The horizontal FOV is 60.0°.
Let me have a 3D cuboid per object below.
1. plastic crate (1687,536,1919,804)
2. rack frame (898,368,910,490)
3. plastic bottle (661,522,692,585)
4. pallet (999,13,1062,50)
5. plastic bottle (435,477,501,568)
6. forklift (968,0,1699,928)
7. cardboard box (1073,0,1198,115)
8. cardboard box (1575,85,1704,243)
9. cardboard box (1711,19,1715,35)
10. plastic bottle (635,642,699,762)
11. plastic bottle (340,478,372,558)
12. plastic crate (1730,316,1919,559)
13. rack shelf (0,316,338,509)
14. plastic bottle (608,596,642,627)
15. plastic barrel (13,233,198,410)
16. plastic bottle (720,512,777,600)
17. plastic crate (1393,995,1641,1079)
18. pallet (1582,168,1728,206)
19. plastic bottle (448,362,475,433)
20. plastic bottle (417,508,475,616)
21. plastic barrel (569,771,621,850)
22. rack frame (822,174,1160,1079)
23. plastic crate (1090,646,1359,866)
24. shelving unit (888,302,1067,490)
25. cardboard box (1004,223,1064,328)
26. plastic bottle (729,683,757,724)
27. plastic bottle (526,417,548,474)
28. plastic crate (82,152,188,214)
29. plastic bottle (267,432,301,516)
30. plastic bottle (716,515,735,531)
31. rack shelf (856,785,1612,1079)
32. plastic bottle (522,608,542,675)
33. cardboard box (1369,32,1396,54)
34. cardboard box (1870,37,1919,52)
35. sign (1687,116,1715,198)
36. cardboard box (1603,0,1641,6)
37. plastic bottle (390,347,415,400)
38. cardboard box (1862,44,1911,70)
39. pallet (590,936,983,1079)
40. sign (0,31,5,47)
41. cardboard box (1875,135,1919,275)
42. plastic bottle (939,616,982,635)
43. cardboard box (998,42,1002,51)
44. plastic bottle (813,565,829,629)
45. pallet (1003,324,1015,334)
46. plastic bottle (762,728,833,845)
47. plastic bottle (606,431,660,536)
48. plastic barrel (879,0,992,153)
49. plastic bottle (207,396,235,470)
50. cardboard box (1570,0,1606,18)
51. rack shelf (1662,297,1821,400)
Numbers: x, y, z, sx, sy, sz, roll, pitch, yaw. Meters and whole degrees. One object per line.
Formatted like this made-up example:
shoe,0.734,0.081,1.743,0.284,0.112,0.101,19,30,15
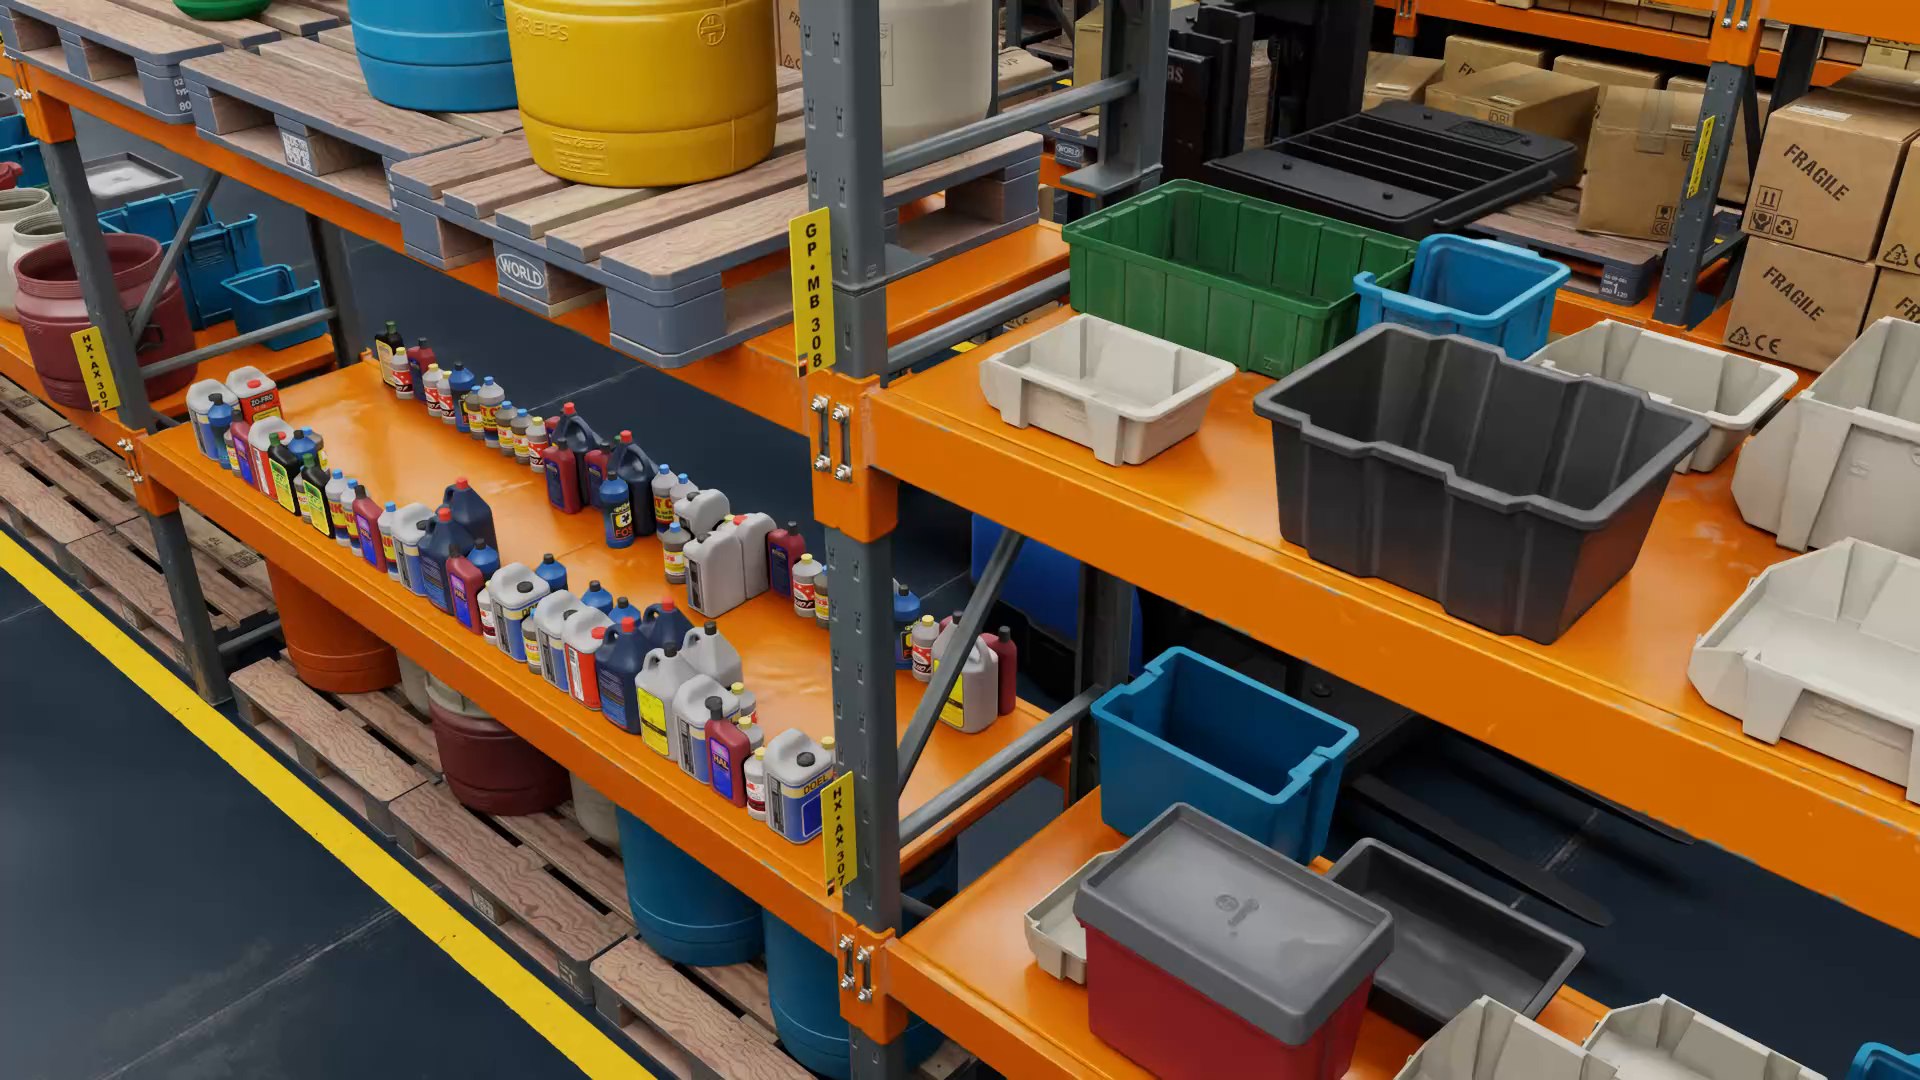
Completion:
plastic crate,1.354,0.196,2.364,0.530,0.136,0.437,25,39,35
rack frame,-0.440,-0.848,8.204,0.032,1.500,0.500,25,39,35
plastic bottle,-0.930,0.036,5.474,0.097,0.201,0.097,0,31,0
pallet,0.281,-4.978,16.314,1.213,0.211,1.003,25,39,35
plastic bottle,-1.629,-0.054,5.479,0.185,0.351,0.144,25,39,35
forklift,1.405,-0.440,6.139,1.130,2.935,3.031,-26,39,-36
cardboard box,0.990,-2.721,9.358,0.500,0.500,0.700,12,33,19
cardboard box,3.212,-1.761,7.763,0.500,0.500,0.700,12,33,19
cardboard box,5.381,-3.551,11.464,0.250,0.149,0.380,24,38,34
plastic bottle,-0.815,0.432,4.672,0.185,0.351,0.144,25,39,35
plastic bottle,-2.023,-0.082,5.602,0.097,0.271,0.097,0,31,0
plastic crate,1.616,-0.131,2.766,0.530,0.282,0.437,25,39,35
rack shelf,-4.362,-1.165,7.974,4.000,0.370,1.077,25,39,35
plastic bottle,-0.998,0.291,4.983,0.097,0.271,0.097,0,31,0
plastic barrel,-3.427,-0.884,6.678,0.708,0.536,0.600,25,39,35
plastic bottle,-0.688,0.031,5.411,0.135,0.276,0.152,25,39,35
plastic crate,1.095,1.228,3.359,0.530,0.282,0.437,25,39,35
pallet,5.203,-2.650,12.448,1.213,0.211,1.003,25,39,35
plastic bottle,-1.904,-0.554,6.387,0.097,0.271,0.097,0,31,0
plastic bottle,-1.631,0.051,5.305,0.185,0.351,0.144,25,39,35
plastic barrel,-1.189,0.820,5.984,0.421,0.512,0.421,0,31,0
rack frame,0.086,0.604,4.339,0.127,3.000,1.000,25,39,35
plastic crate,0.661,0.616,4.276,0.575,0.384,0.392,25,39,35
shelving unit,-0.057,-0.669,7.907,1.083,1.500,0.587,25,39,35
cardboard box,0.593,-1.524,9.871,0.500,0.500,0.500,27,40,37
plastic bottle,-0.624,0.496,4.711,0.097,0.201,0.097,0,31,0
plastic bottle,-1.544,-0.356,6.126,0.097,0.201,0.097,0,31,0
plastic crate,-3.872,-1.484,7.745,0.583,0.464,0.402,25,39,35
plastic bottle,-2.364,-0.233,5.842,0.133,0.283,0.061,25,39,35
plastic bottle,-0.755,0.012,5.514,0.097,0.201,0.097,0,31,0
rack shelf,1.569,1.604,3.374,4.000,0.370,1.077,25,39,35
plastic bottle,-1.272,0.299,5.038,0.097,0.201,0.097,0,31,0
cardboard box,3.200,-3.916,13.843,0.500,0.500,0.700,26,39,36
cardboard box,6.223,-3.427,10.629,0.500,0.500,0.500,24,39,34
sign,3.043,-1.572,6.830,0.005,0.325,0.100,25,39,35
cardboard box,4.706,-4.125,11.789,0.500,0.500,0.500,25,39,35
plastic bottle,-2.220,-0.672,6.650,0.097,0.201,0.097,0,31,0
cardboard box,6.091,-3.173,10.836,0.250,0.149,0.380,26,40,36
pallet,-0.458,1.515,5.528,1.213,0.211,1.003,25,39,35
sign,-3.243,-1.808,5.538,0.005,0.325,0.100,25,39,35
cardboard box,3.956,-1.311,6.453,0.500,0.500,0.500,24,38,34
plastic bottle,0.002,0.318,4.927,0.133,0.283,0.061,25,39,35
cardboard box,-0.086,-3.019,10.443,0.500,0.311,0.500,25,39,35
plastic bottle,-0.412,0.172,5.248,0.097,0.201,0.097,0,31,0
pallet,0.975,-1.206,10.048,1.213,0.211,1.003,25,39,35
plastic bottle,-0.423,0.644,4.392,0.135,0.276,0.152,25,39,35
plastic bottle,-1.120,-0.206,5.731,0.185,0.351,0.144,25,39,35
plastic barrel,-0.136,-1.197,3.884,0.433,0.535,0.433,0,31,0
plastic bottle,-2.708,-0.401,6.133,0.097,0.271,0.097,0,31,0
cardboard box,4.646,-3.926,12.088,0.250,0.149,0.380,26,40,36
rack shelf,4.896,-0.289,6.519,4.000,0.370,1.077,25,39,35
